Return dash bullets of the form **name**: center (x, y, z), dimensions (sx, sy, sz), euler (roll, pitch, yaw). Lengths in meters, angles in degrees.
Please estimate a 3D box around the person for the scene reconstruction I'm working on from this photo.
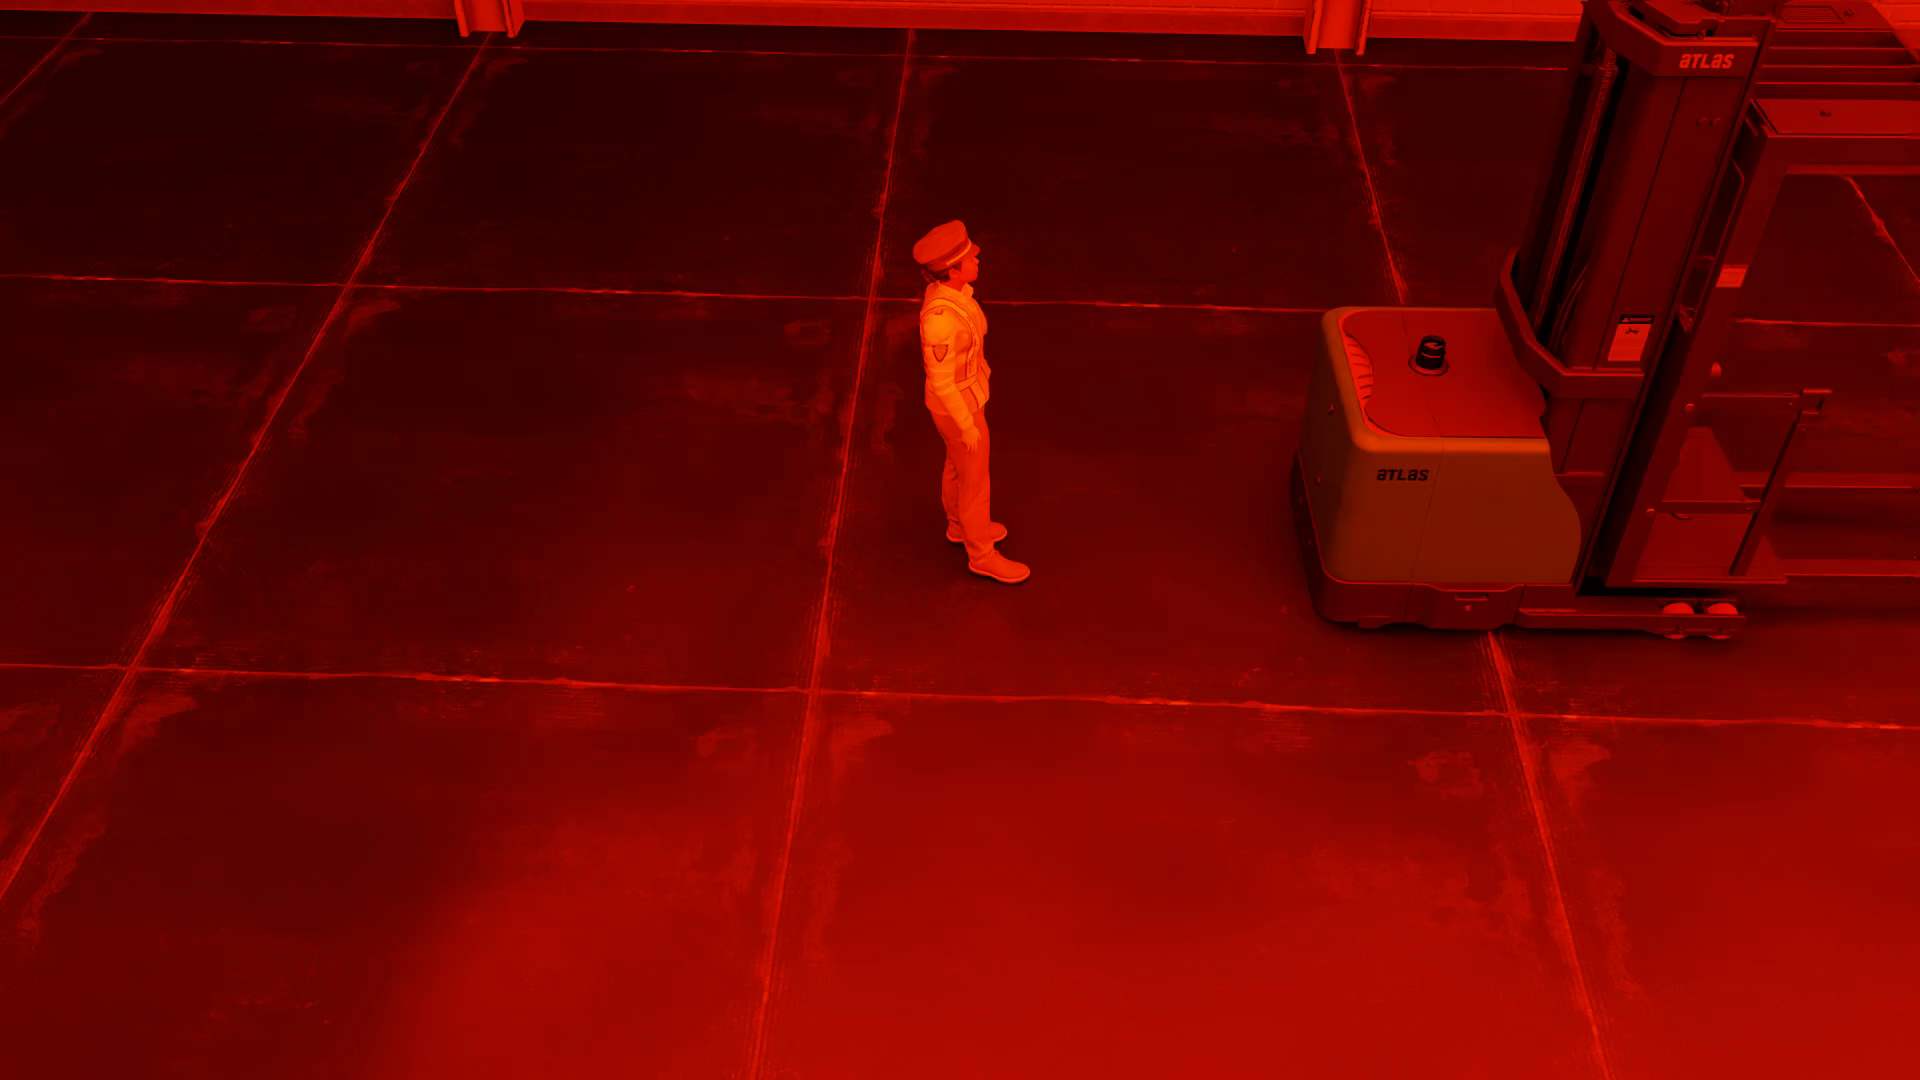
- **person**: center (0.069, -0.624, 7.333), dimensions (0.530, 1.694, 0.586), euler (2, 42, 2)

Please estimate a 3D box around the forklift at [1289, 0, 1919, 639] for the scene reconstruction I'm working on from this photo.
- **forklift**: center (3.115, -1.004, 6.842), dimensions (3.031, 2.935, 1.130), euler (1, 42, 1)
